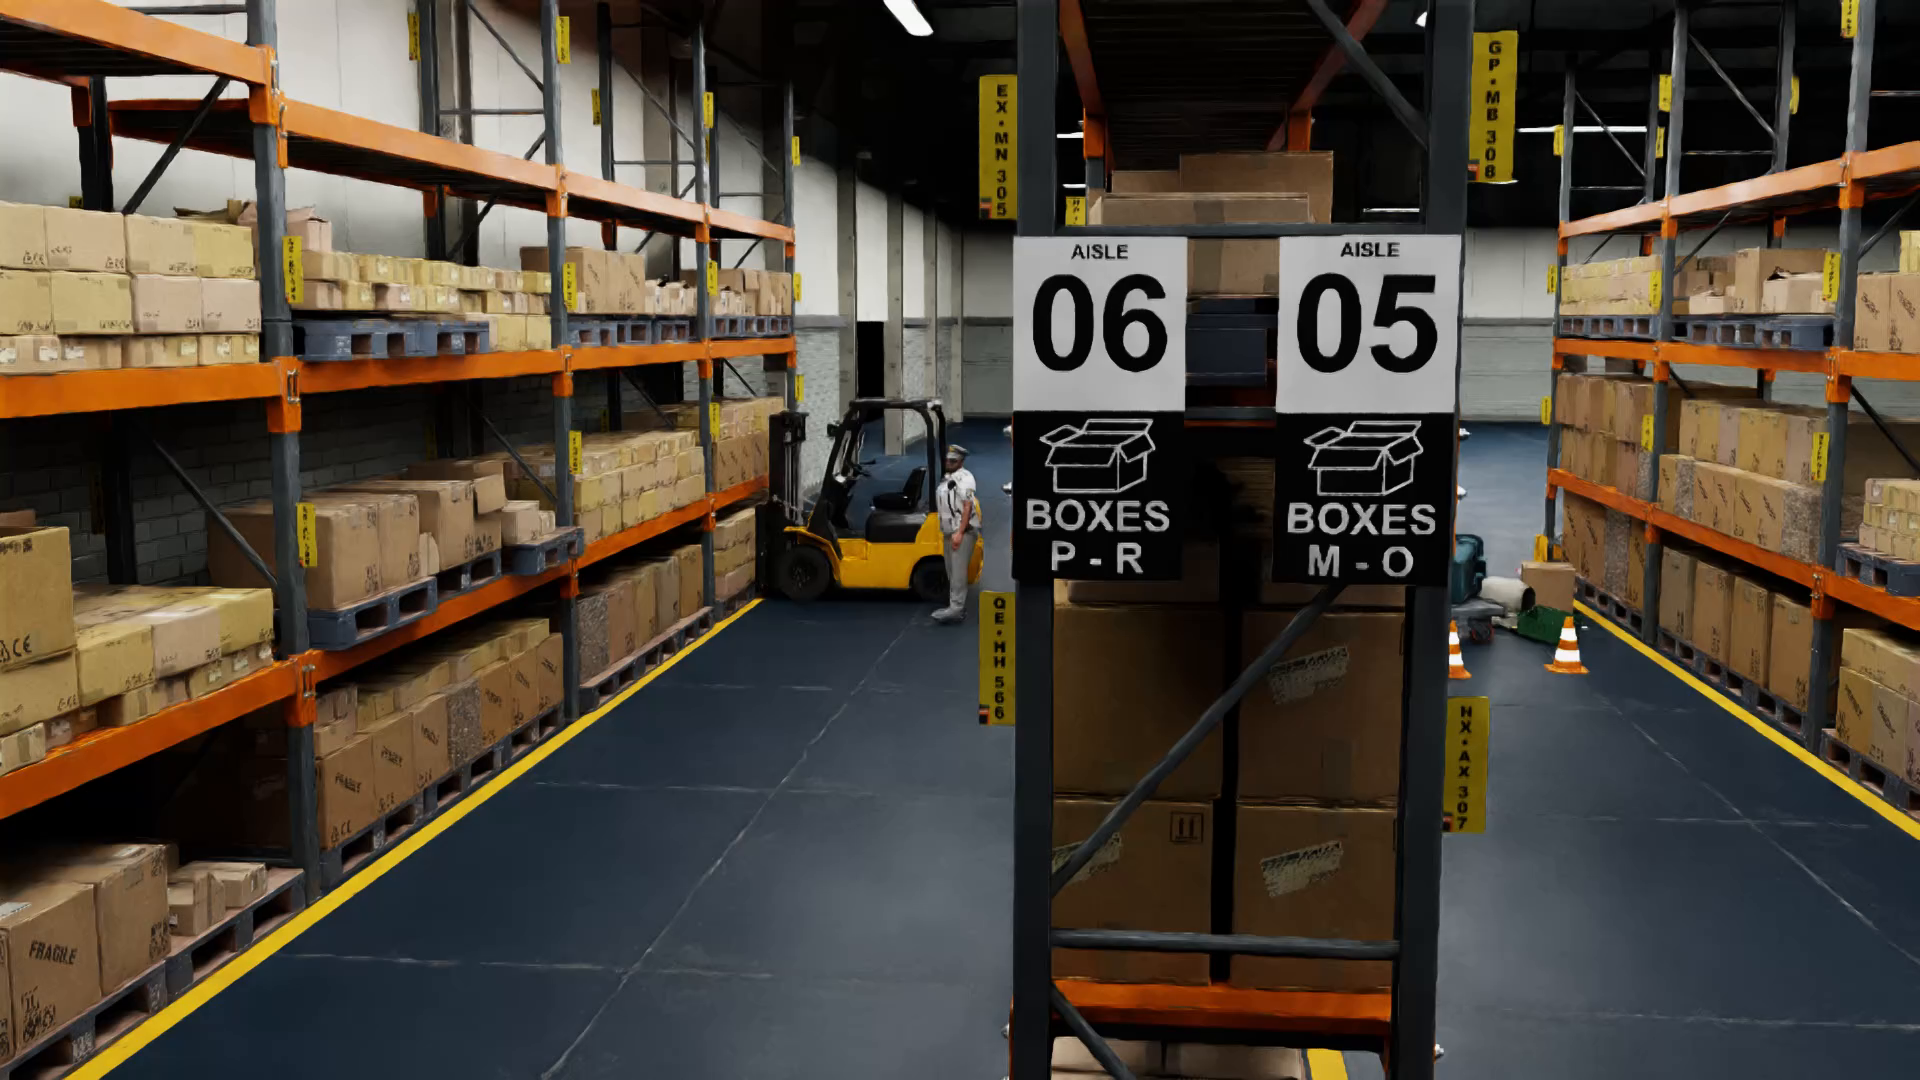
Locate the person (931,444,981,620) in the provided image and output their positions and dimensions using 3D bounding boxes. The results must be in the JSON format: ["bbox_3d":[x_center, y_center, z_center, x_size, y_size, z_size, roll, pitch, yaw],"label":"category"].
[{"bbox_3d":[-0.100,-0.082,16.698,0.544,1.769,0.590,-4,8,-26],"label":"person"}]
